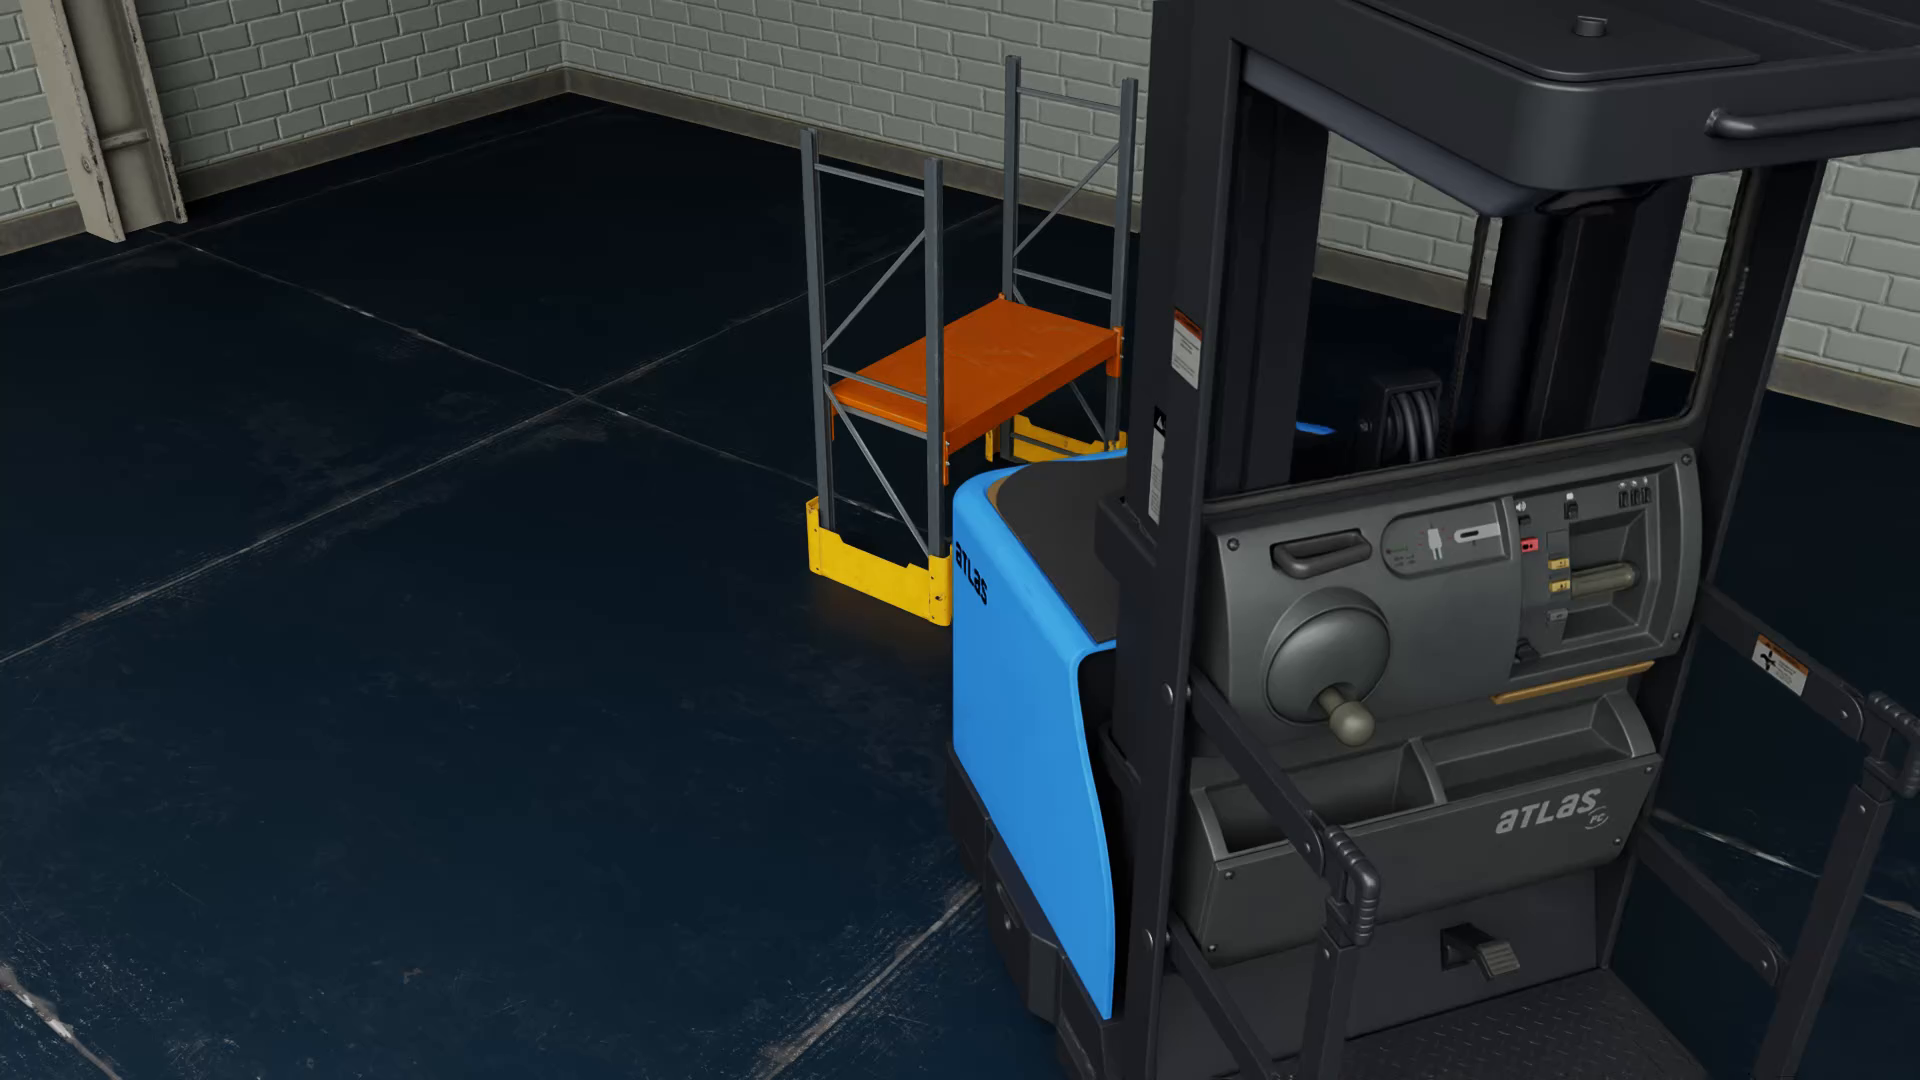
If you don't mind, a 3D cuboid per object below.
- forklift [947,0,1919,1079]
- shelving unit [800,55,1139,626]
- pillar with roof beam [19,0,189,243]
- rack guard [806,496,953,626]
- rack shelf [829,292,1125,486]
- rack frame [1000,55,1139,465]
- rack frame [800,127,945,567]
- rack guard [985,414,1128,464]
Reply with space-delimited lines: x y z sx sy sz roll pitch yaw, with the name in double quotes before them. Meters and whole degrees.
"forklift" 0.932 0.138 2.643 1.130 2.935 3.031 -10 32 -16
"shelving unit" 0.046 -0.676 5.420 0.587 1.500 1.083 21 37 31
"pillar with roof beam" -0.750 -4.145 3.917 9.100 9.000 0.400 21 37 31
"rack guard" -0.255 0.064 5.397 0.587 0.250 0.087 21 37 31
"rack shelf" 0.052 -0.525 5.518 0.538 0.185 1.000 21 37 31
"rack frame" 0.358 -0.887 5.775 0.500 1.500 0.032 21 37 31
"rack frame" -0.255 -0.473 5.077 0.500 1.500 0.032 21 37 31
"rack guard" 0.347 -0.341 6.080 0.587 0.250 0.087 21 37 31
